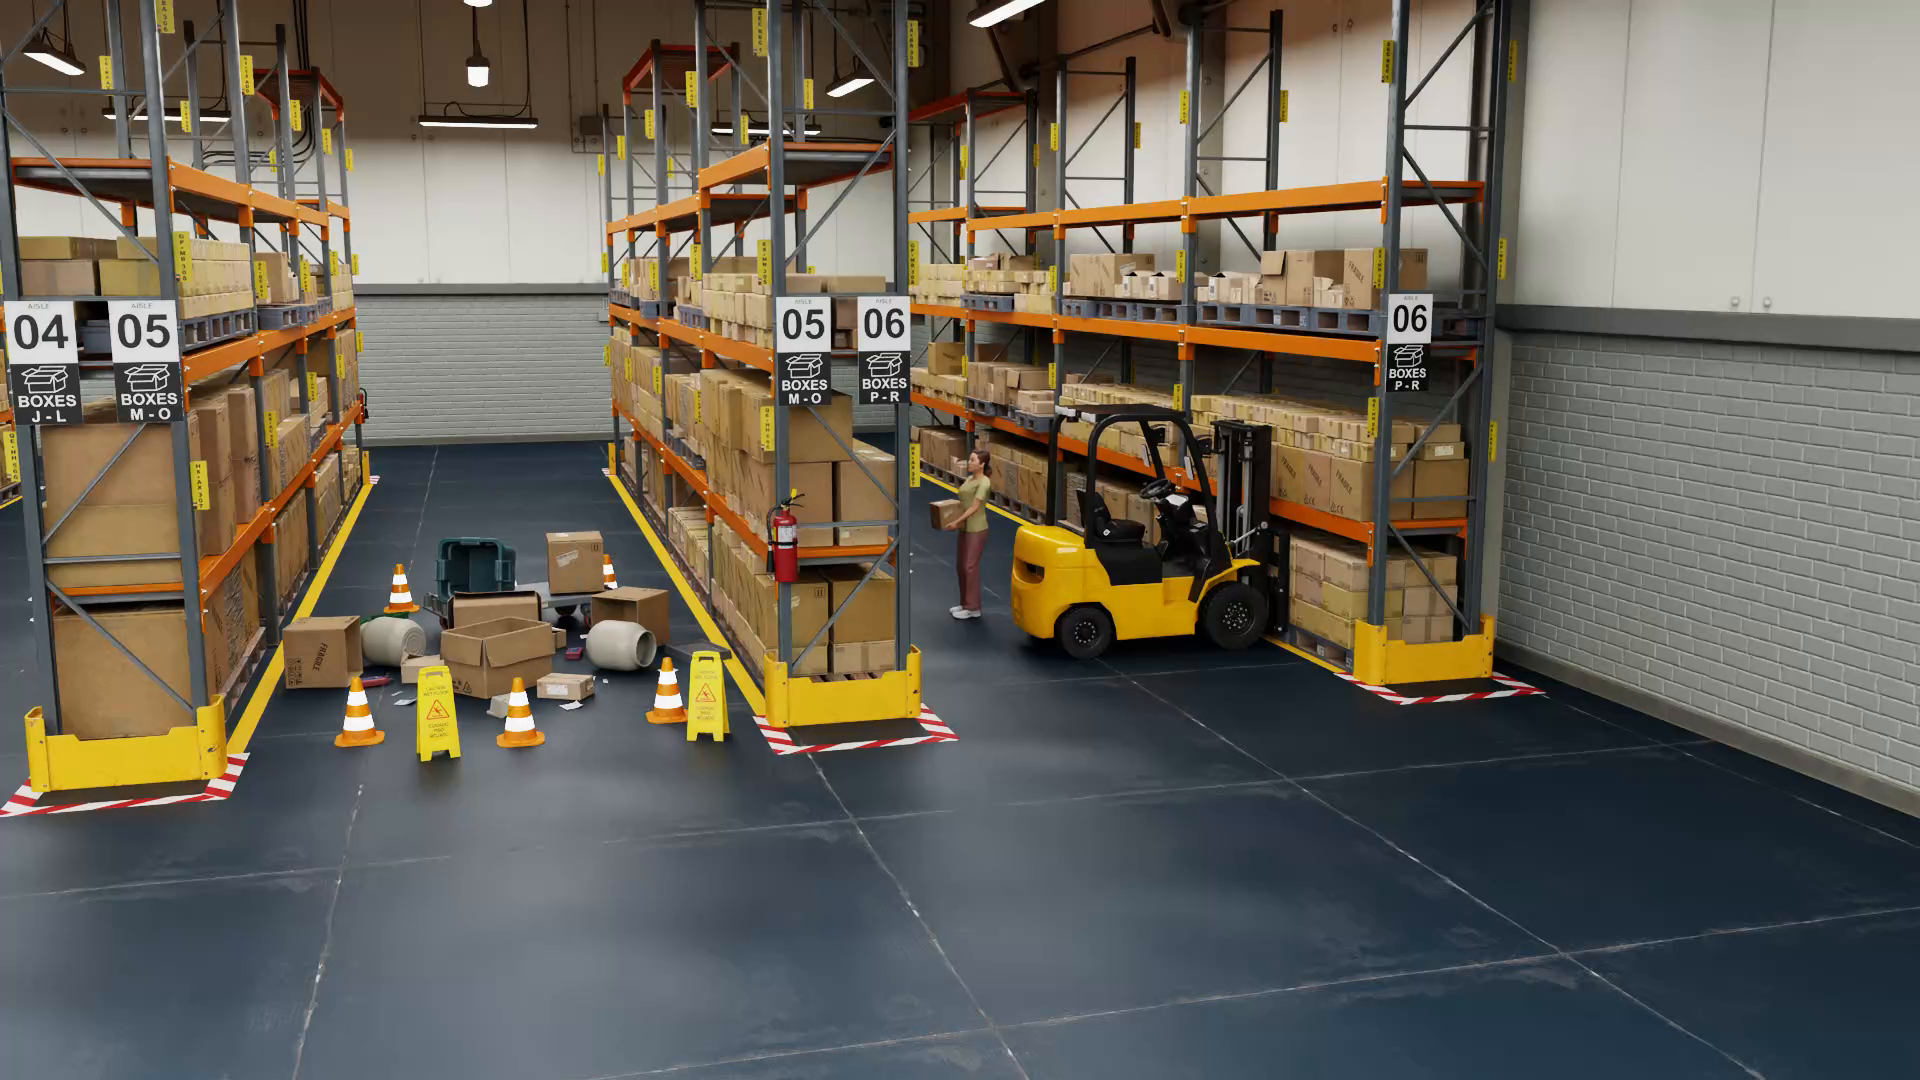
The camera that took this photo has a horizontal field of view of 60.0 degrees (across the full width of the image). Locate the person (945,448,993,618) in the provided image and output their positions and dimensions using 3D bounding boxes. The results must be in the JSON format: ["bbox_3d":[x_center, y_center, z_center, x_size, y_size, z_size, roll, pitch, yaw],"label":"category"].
[{"bbox_3d":[0.061,-0.069,16.336,0.559,1.662,0.428,-4,10,-24],"label":"person"}]
